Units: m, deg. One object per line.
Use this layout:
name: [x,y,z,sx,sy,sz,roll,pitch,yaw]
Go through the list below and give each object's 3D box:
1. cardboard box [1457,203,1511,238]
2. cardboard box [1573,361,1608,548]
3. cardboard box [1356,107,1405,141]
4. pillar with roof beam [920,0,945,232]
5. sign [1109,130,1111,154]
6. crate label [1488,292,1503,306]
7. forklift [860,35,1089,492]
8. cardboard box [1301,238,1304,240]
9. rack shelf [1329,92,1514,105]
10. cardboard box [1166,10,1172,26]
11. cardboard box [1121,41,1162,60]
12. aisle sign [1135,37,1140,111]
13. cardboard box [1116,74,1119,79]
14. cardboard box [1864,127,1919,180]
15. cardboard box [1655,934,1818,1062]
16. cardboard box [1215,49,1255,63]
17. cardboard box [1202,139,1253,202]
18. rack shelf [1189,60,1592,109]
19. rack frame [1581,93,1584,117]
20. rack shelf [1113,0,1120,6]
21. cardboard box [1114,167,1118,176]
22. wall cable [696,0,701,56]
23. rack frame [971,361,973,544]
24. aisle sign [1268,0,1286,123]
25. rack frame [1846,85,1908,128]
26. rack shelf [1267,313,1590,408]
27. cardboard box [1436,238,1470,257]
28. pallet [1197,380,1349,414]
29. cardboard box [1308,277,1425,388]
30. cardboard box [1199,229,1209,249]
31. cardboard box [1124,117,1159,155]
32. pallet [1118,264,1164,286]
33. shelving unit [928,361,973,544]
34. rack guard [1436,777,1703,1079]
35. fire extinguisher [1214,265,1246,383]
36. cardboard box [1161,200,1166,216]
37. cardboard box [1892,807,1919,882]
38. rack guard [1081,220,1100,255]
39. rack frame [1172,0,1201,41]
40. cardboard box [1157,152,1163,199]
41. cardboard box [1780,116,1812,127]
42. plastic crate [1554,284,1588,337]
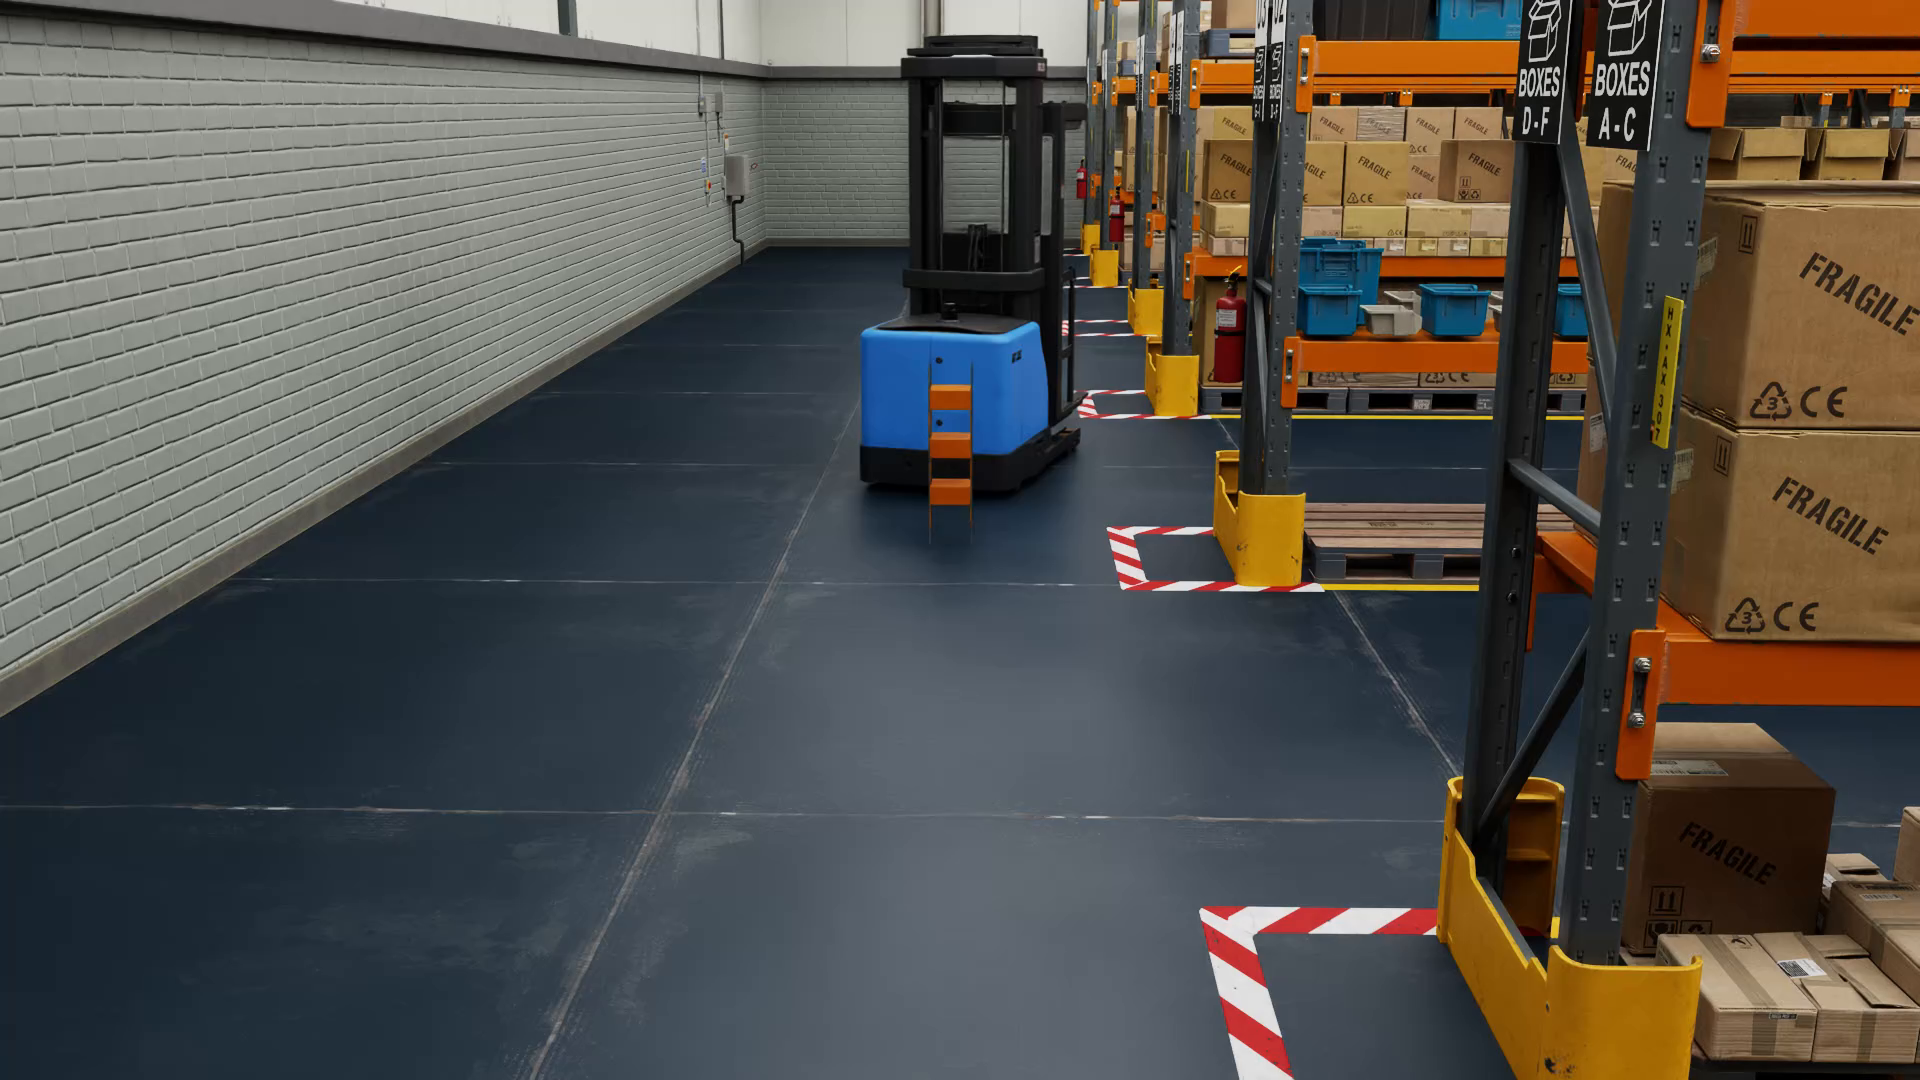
cardboard box: [4.348,-2.602,13.535,0.500,0.250,0.500,1,15,3]
cardboard box: [2.023,-0.204,4.536,0.500,0.500,0.500,1,15,3]
cardboard box: [4.546,-4.472,18.171,0.500,0.500,0.500,1,15,3]
pillar with roof beam: [-0.582,-8.459,24.261,0.400,9.000,9.100,0,15,1]
sign: [2.058,-5.458,22.795,0.005,0.325,0.100,0,15,1]
crate label: [3.086,-1.293,9.261,0.243,0.136,0.396,0,15,1]
forklift: [0.264,-2.063,11.913,1.130,2.935,3.031,5,15,17]
cardboard box: [2.684,-2.404,13.566,0.250,0.149,0.380,0,15,0]
rack shelf: [8.199,-7.472,27.810,4.000,0.370,1.077,0,15,1]
cardboard box: [2.370,-5.632,17.958,0.250,0.149,0.380,0,15,1]
cardboard box: [2.530,-6.792,23.098,0.500,0.250,0.500,-1,15,-4]
aisle sign: [1.987,-5.213,18.625,0.004,0.787,0.394,0,15,1]
cardboard box: [2.513,-7.676,27.666,0.250,0.149,0.380,1,15,3]
cardboard box: [7.770,-3.113,13.597,0.637,0.503,0.797,1,15,3]
cardboard box: [1.978,1.167,4.262,0.250,0.149,0.380,0,15,1]
cardboard box: [3.021,-5.185,18.025,0.500,0.250,0.500,1,15,3]
cardboard box: [2.318,-3.113,14.000,0.500,0.500,0.500,1,15,2]
rack shelf: [3.824,-3.705,13.532,4.000,0.370,1.077,0,15,1]
rack frame: [10.198,-6.356,28.052,0.127,3.000,1.000,0,15,1]
rack shelf: [4.077,-7.489,22.780,4.000,0.370,1.077,0,15,1]
cardboard box: [2.522,-6.215,28.008,0.250,0.149,0.380,0,15,1]
wall cable: [-3.616,-8.008,22.554,0.029,3.000,0.463,0,15,1]
rack frame: [0.068,-0.507,9.704,0.008,1.050,0.200,0,15,1]
aisle sign: [1.619,-2.534,8.468,0.004,0.787,0.394,0,15,1]
rack frame: [10.050,-3.827,18.467,0.127,3.000,1.000,0,15,1]
rack shelf: [3.698,-0.991,9.127,4.000,0.370,1.077,0,15,1]
cardboard box: [3.971,-2.396,13.535,0.250,0.149,0.380,1,15,2]
pallet: [2.626,-1.282,14.284,1.213,0.211,1.003,0,15,1]
cardboard box: [3.376,-1.801,14.129,0.875,0.875,0.875,0,15,1]
cardboard box: [2.189,-2.575,14.214,0.250,0.149,0.380,1,15,2]
cardboard box: [2.550,-5.599,23.024,0.500,0.500,0.500,0,15,0]
pallet: [2.879,-3.809,23.863,1.213,0.211,1.003,0,15,1]
shelving unit: [-0.054,-0.508,9.707,0.252,1.050,0.215,0,15,1]
rack guard: [1.644,1.120,4.614,0.348,0.500,1.175,0,15,1]
fire extinguisher: [1.559,-1.251,9.585,0.183,0.674,0.296,0,15,1]
cardboard box: [2.368,-3.672,18.372,0.250,0.149,0.380,0,15,1]
cardboard box: [3.067,0.982,4.764,0.500,0.250,0.500,0,15,1]
rack guard: [2.277,-5.199,28.566,0.348,0.500,1.175,0,15,1]
rack frame: [1.825,-5.516,13.107,0.127,3.000,1.000,0,15,1]
cardboard box: [2.508,-4.134,18.851,0.500,0.500,0.500,1,15,3]
cardboard box: [11.718,-5.861,23.299,0.250,0.149,0.380,0,15,-1]
plastic crate: [3.253,-1.206,8.742,0.300,0.233,0.416,0,15,1]
